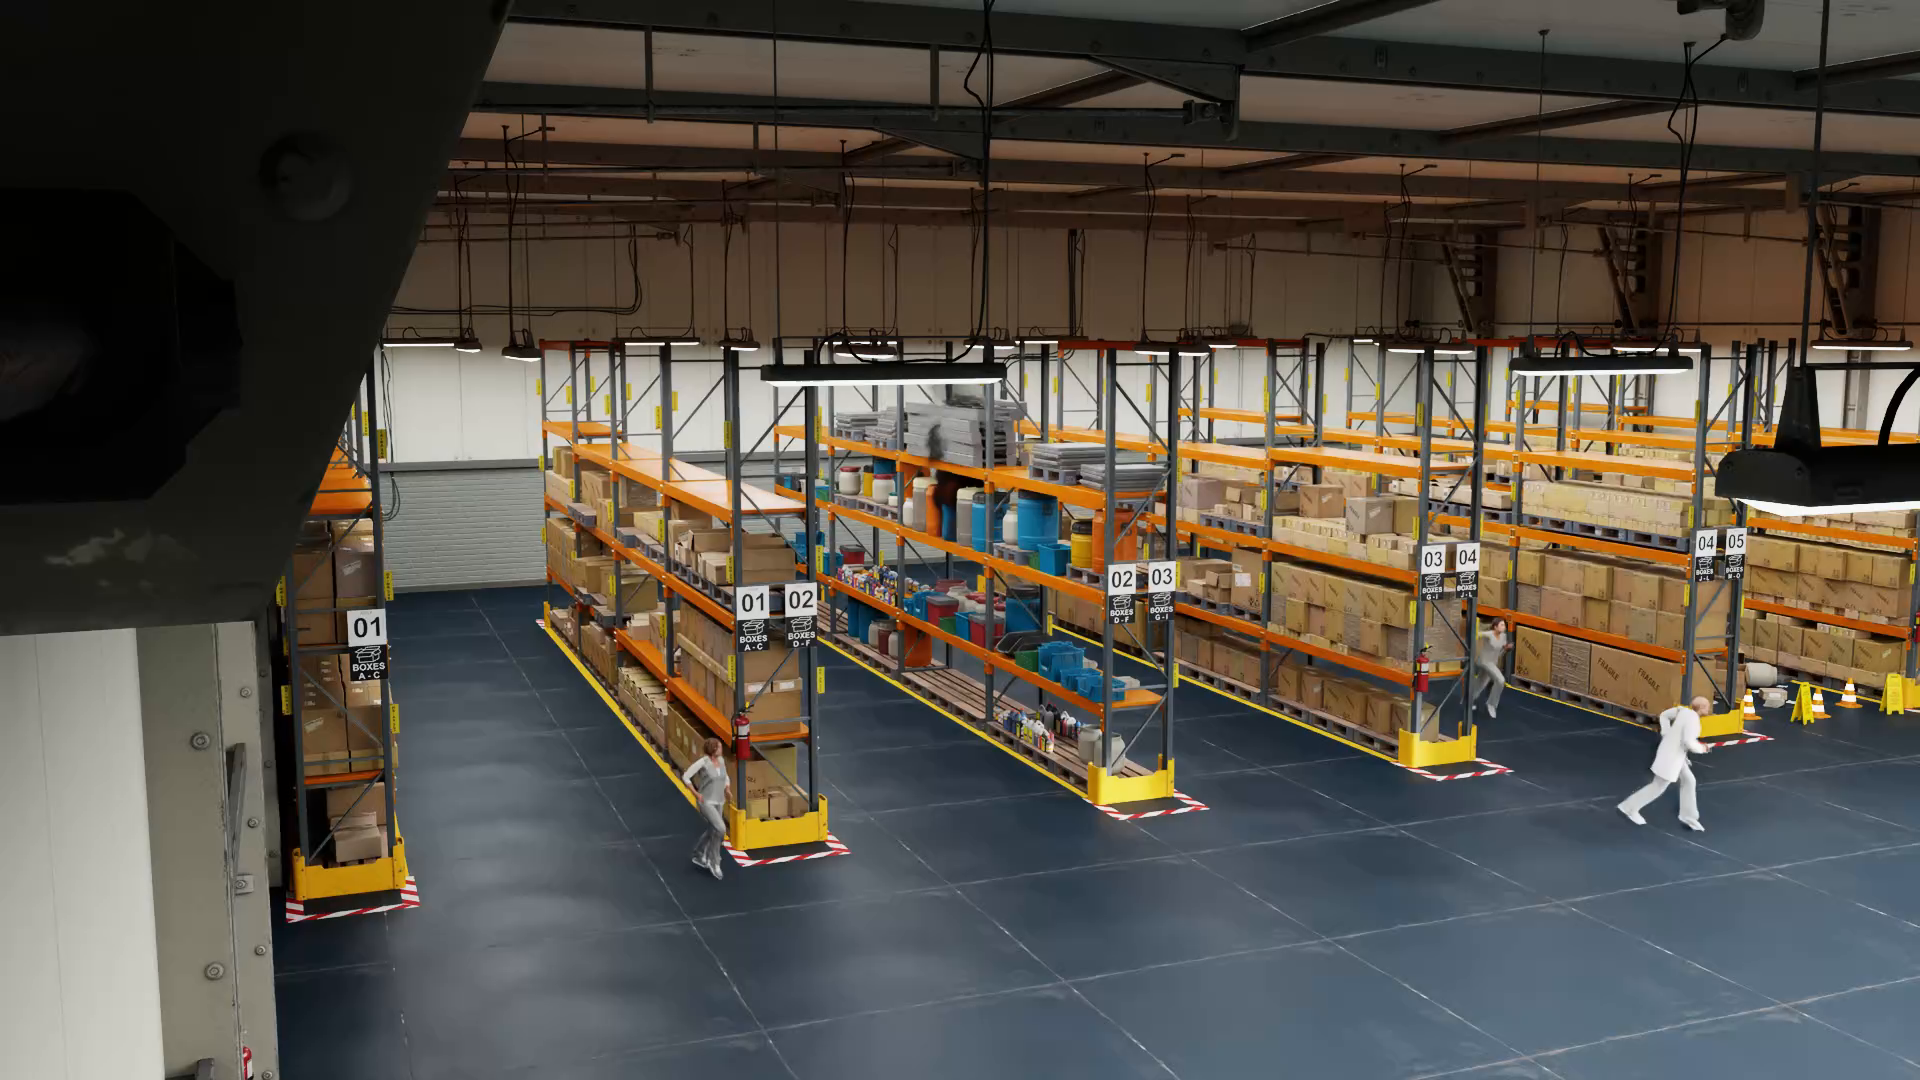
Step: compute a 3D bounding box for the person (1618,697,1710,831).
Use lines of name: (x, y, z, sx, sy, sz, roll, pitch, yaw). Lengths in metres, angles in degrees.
person: (8.874, 2.809, 20.889, 1.020, 1.743, 0.755, 1, 7, 6)

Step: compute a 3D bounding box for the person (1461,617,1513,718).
person: (8.511, 2.037, 26.893, 0.558, 1.615, 0.898, -6, 10, -39)

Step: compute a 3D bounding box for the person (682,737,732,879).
person: (-2.875, 3.065, 19.182, 0.642, 1.606, 0.544, 5, 9, 34)

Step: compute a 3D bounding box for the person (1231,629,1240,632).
person: (5.769, 1.108, 33.879, 0.533, 1.612, 0.698, -3, 8, -25)
